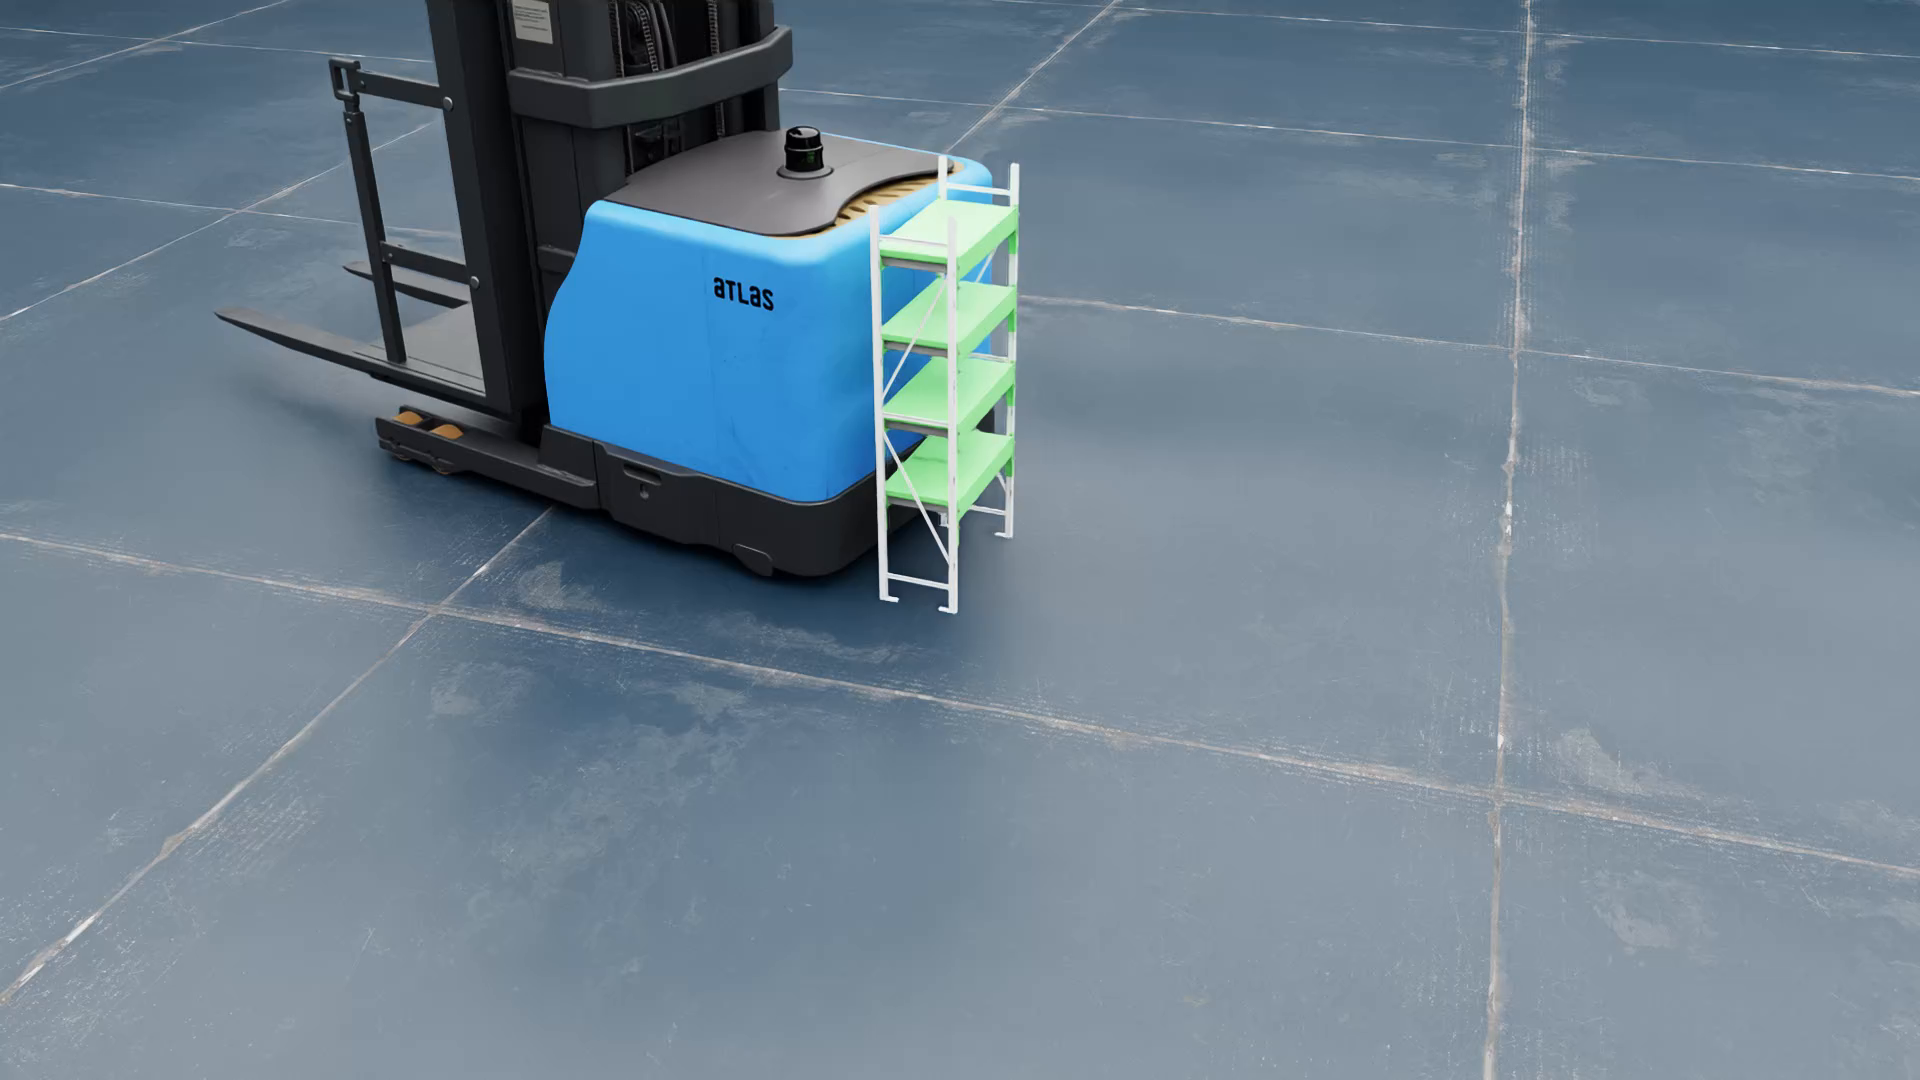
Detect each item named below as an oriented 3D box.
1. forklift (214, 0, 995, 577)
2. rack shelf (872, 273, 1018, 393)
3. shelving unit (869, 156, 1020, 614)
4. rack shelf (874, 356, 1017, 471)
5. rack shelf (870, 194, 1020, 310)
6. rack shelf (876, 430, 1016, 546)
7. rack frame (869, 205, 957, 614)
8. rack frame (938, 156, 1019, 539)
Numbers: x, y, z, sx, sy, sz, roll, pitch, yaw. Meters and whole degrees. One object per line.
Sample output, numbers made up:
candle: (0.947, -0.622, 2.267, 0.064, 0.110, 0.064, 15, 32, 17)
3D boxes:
forklift: (-1.402, -1.701, 5.293, 3.031, 2.935, 1.130, 17, 33, 28)
rack shelf: (-0.035, -0.595, 4.724, 0.258, 0.148, 0.480, 11, 31, 18)
shelving unit: (-0.035, -0.442, 4.809, 0.258, 1.200, 0.503, 11, 31, 18)
rack shelf: (-0.035, -0.386, 4.840, 0.258, 0.148, 0.480, 11, 31, 18)
rack shelf: (-0.035, -0.805, 4.607, 0.258, 0.148, 0.480, 11, 31, 18)
rack shelf: (-0.035, -0.176, 4.957, 0.258, 0.148, 0.480, 11, 31, 18)
rack frame: (-0.123, -0.331, 4.610, 0.240, 1.200, 0.015, 11, 31, 18)
rack frame: (0.053, -0.552, 5.008, 0.240, 1.200, 0.015, 11, 31, 18)
